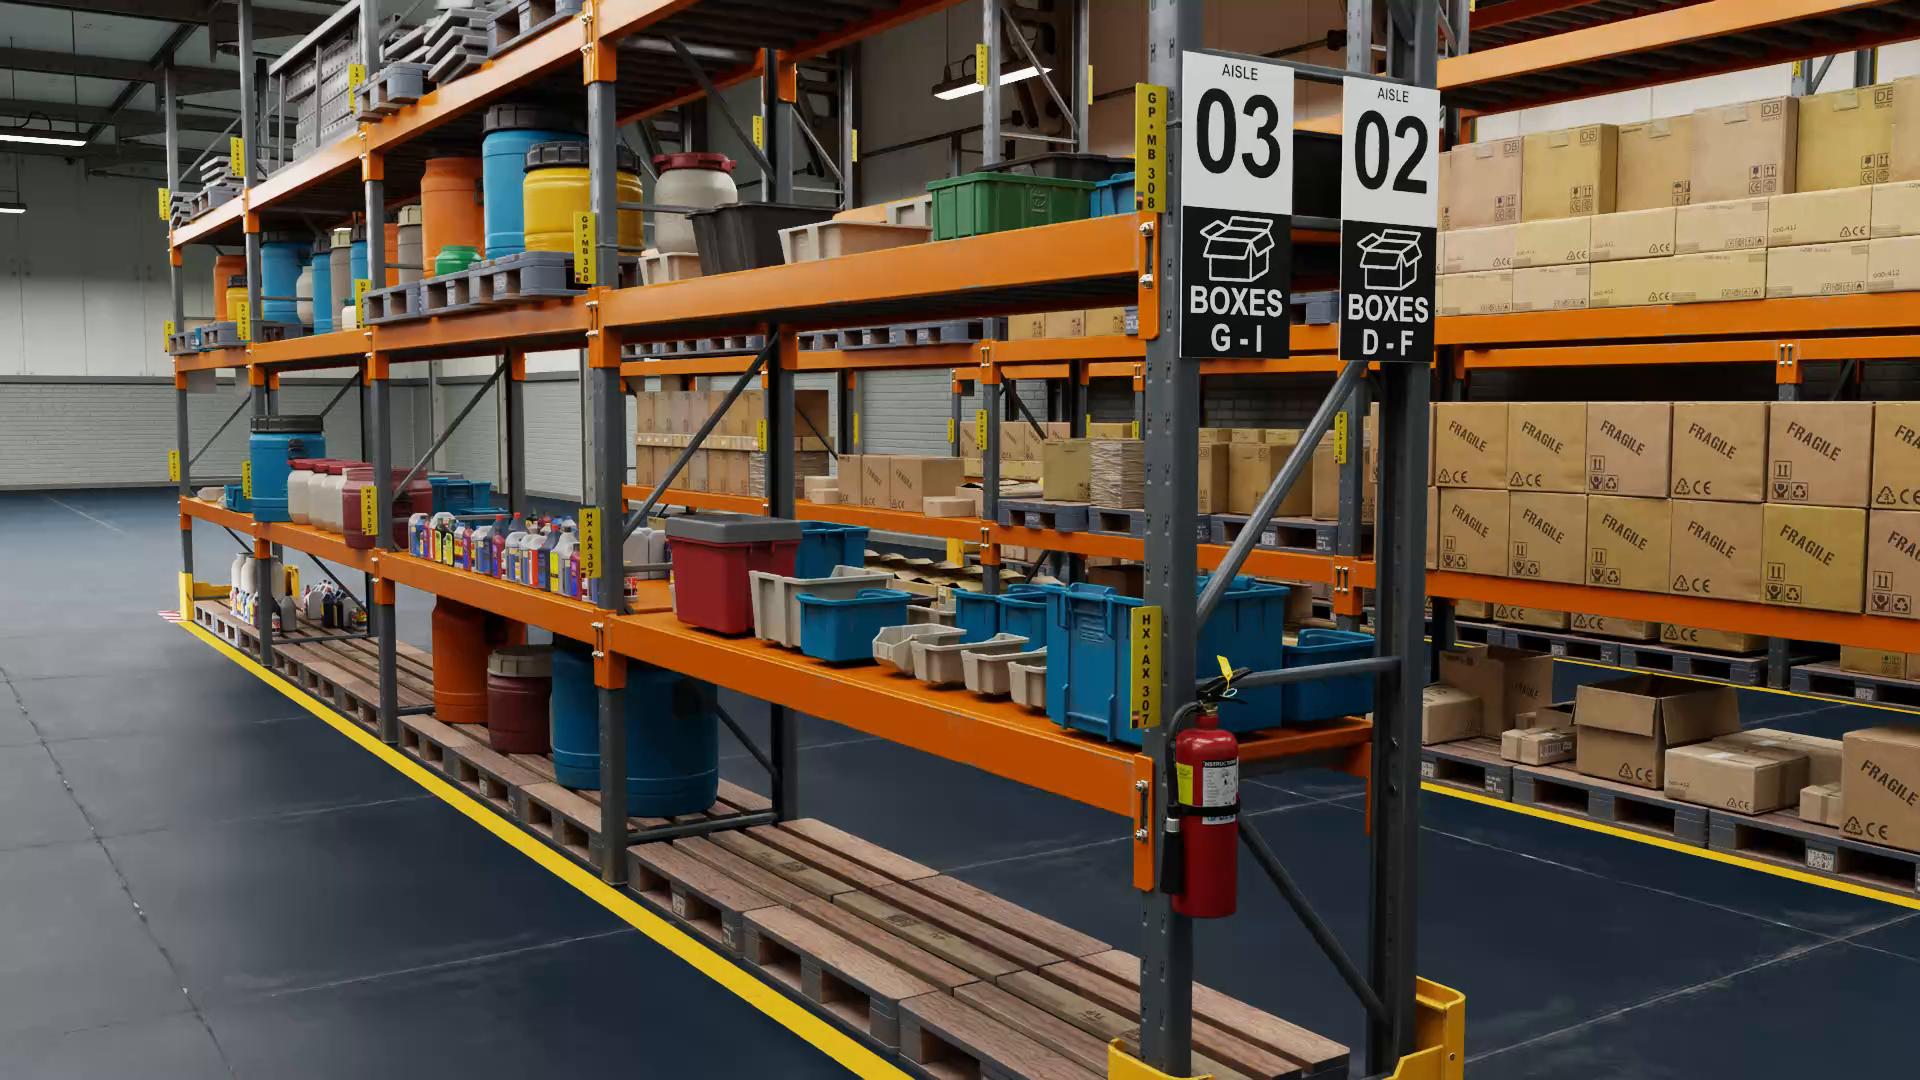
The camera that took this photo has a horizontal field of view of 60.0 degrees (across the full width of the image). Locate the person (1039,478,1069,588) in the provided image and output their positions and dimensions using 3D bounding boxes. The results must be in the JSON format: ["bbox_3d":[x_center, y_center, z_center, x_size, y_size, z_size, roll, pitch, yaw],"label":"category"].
[{"bbox_3d":[1.131,-0.120,18.847,0.422,1.766,0.583,-3,6,-35],"label":"person"}]
